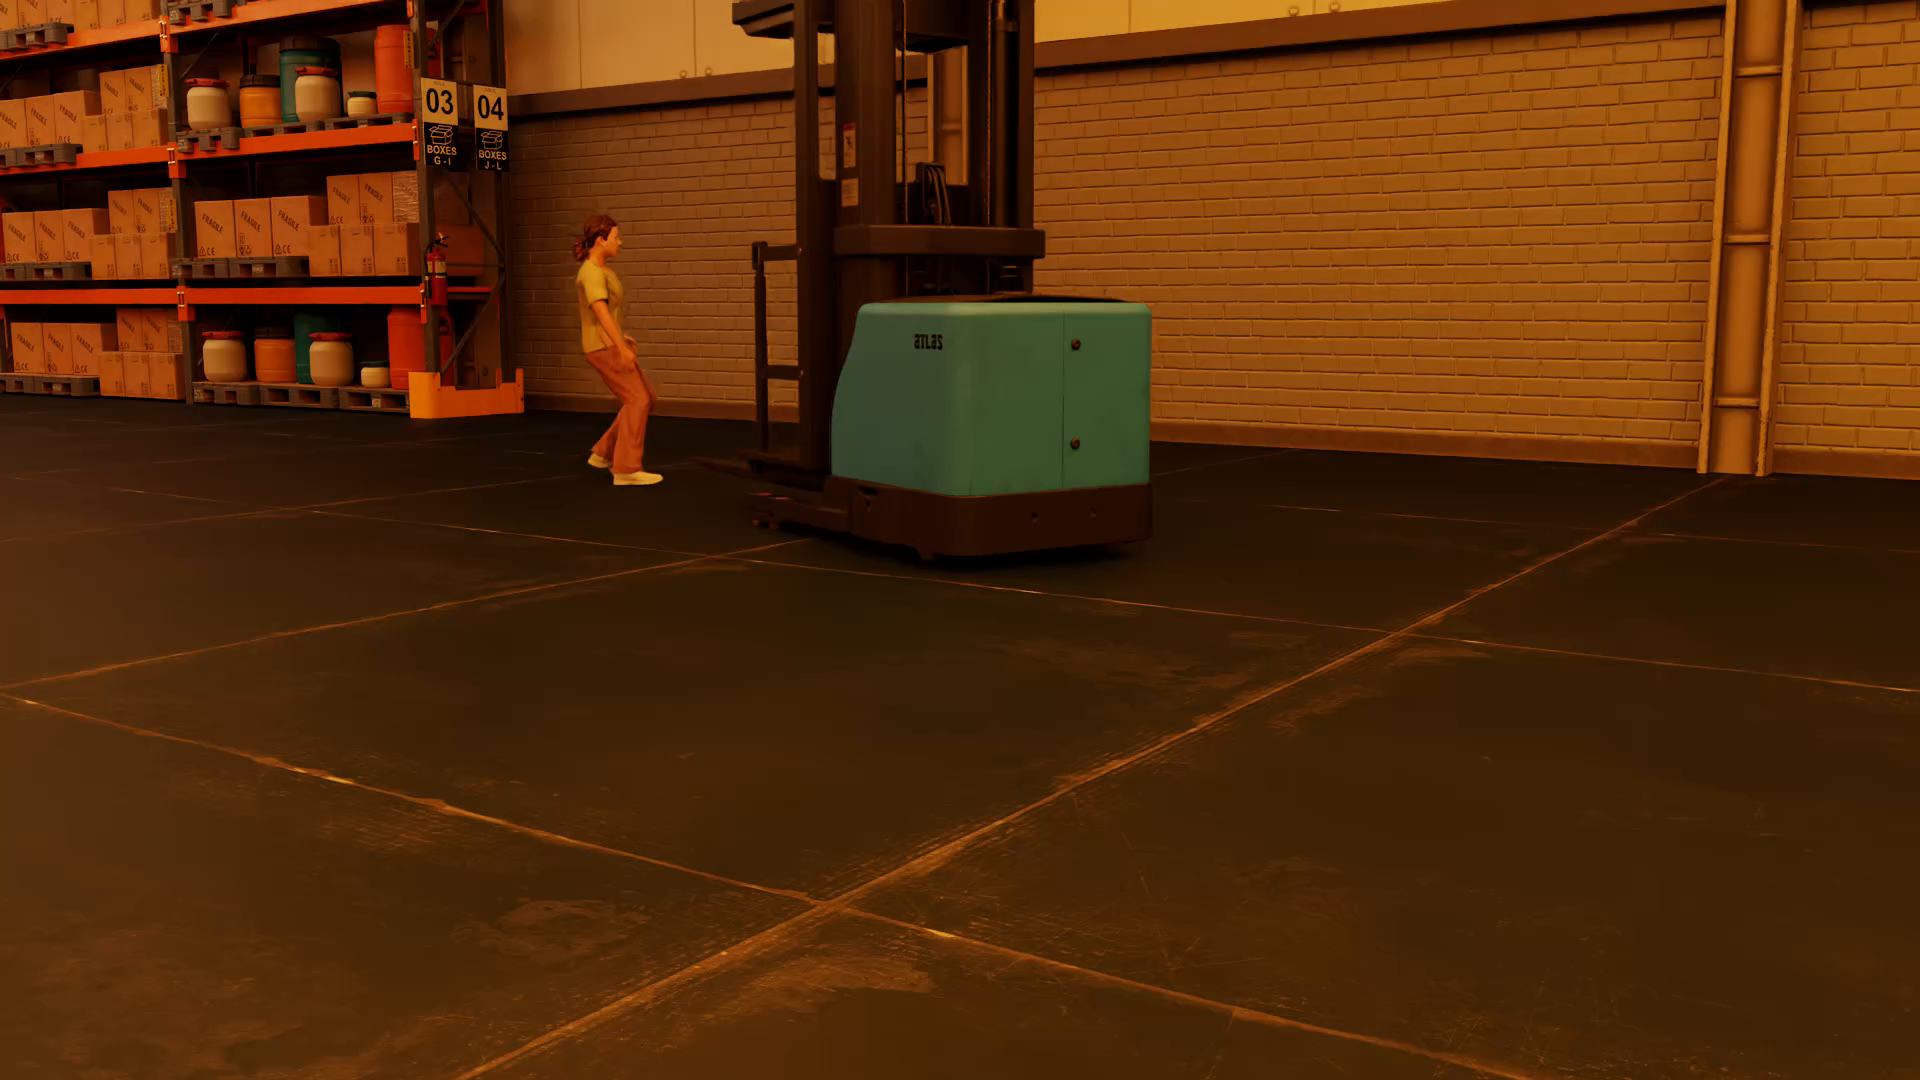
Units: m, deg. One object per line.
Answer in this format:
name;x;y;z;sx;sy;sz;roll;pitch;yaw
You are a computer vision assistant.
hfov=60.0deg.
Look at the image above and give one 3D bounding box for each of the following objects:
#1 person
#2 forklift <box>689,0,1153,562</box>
person;-2.053;-1.142;9.966;0.524;1.593;0.701;-1;8;-7
forklift;-0.394;-1.527;7.932;1.130;2.935;3.031;-5;10;-33
